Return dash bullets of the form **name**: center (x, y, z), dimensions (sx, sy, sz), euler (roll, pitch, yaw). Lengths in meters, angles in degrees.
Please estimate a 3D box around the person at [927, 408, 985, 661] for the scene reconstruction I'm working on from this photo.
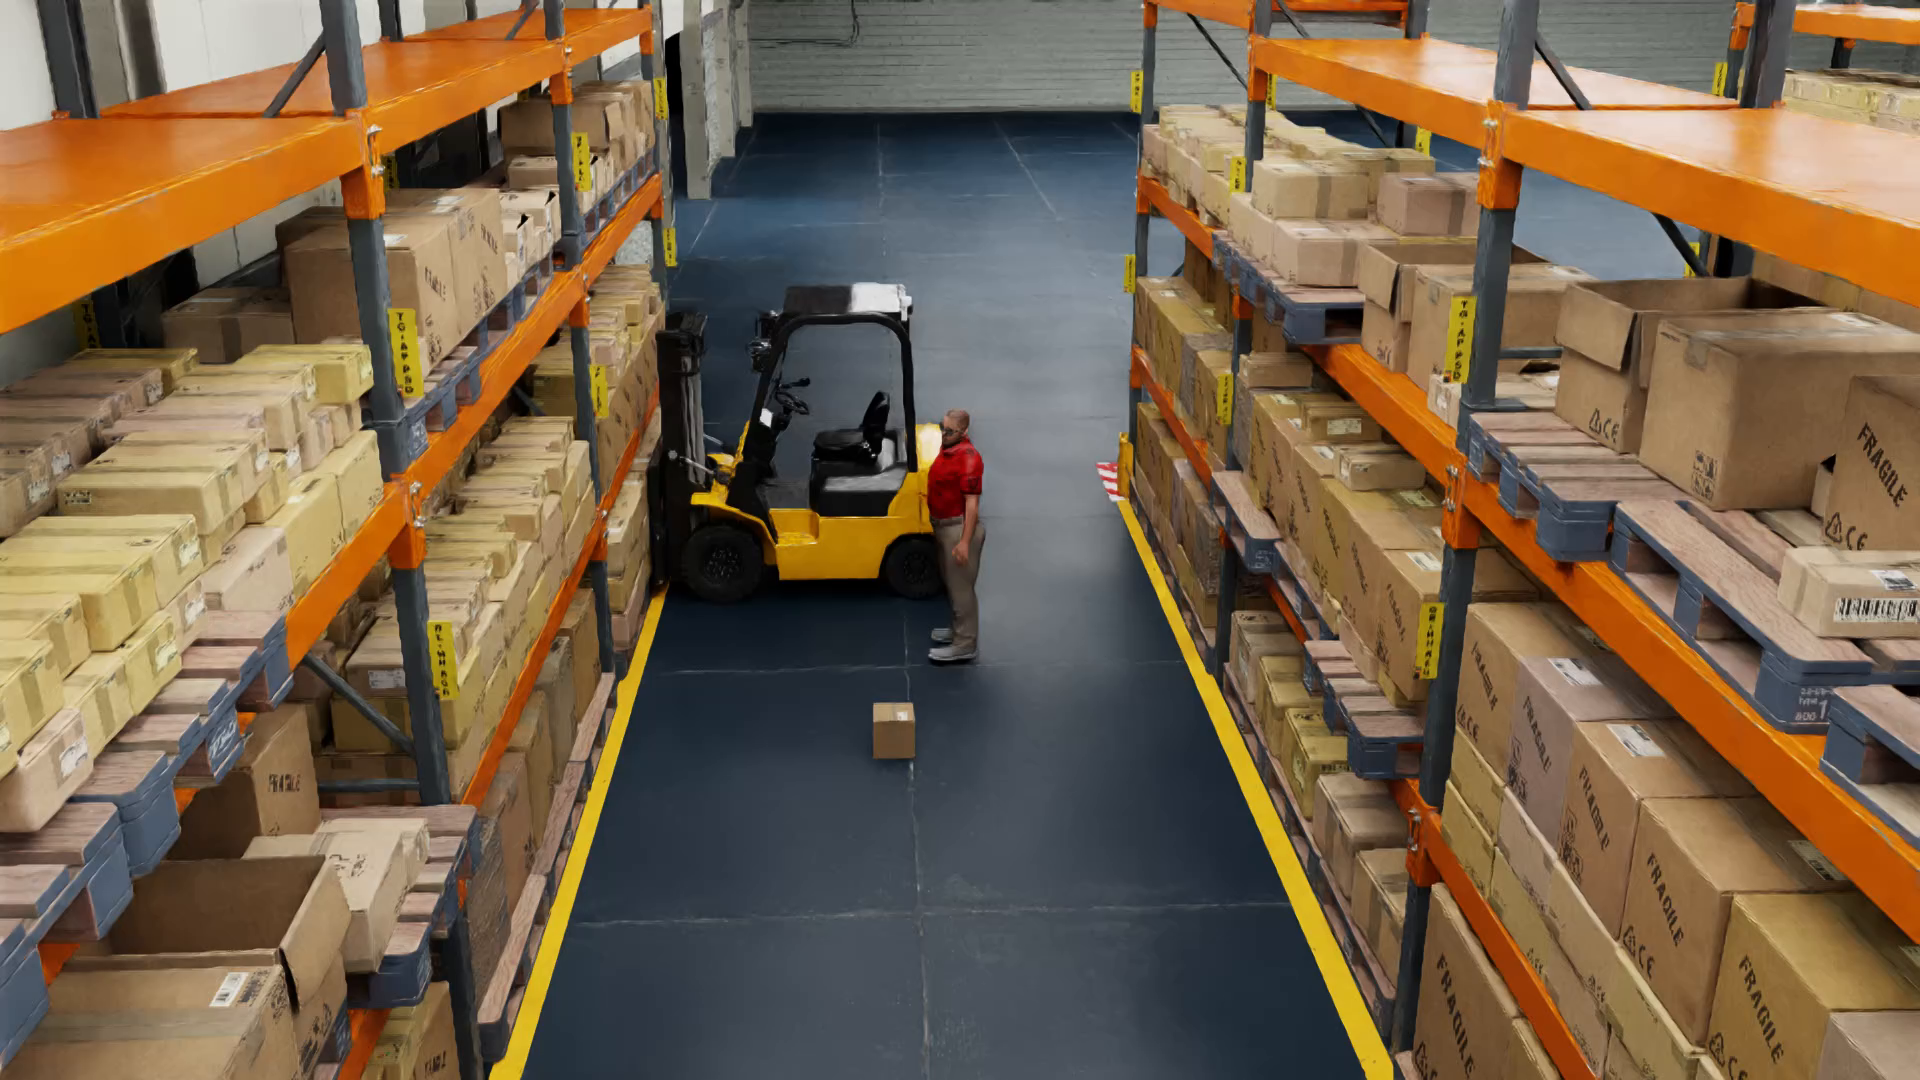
- **person**: center (-0.056, -0.045, 11.155), dimensions (0.378, 1.740, 0.615), euler (-6, 21, -15)
